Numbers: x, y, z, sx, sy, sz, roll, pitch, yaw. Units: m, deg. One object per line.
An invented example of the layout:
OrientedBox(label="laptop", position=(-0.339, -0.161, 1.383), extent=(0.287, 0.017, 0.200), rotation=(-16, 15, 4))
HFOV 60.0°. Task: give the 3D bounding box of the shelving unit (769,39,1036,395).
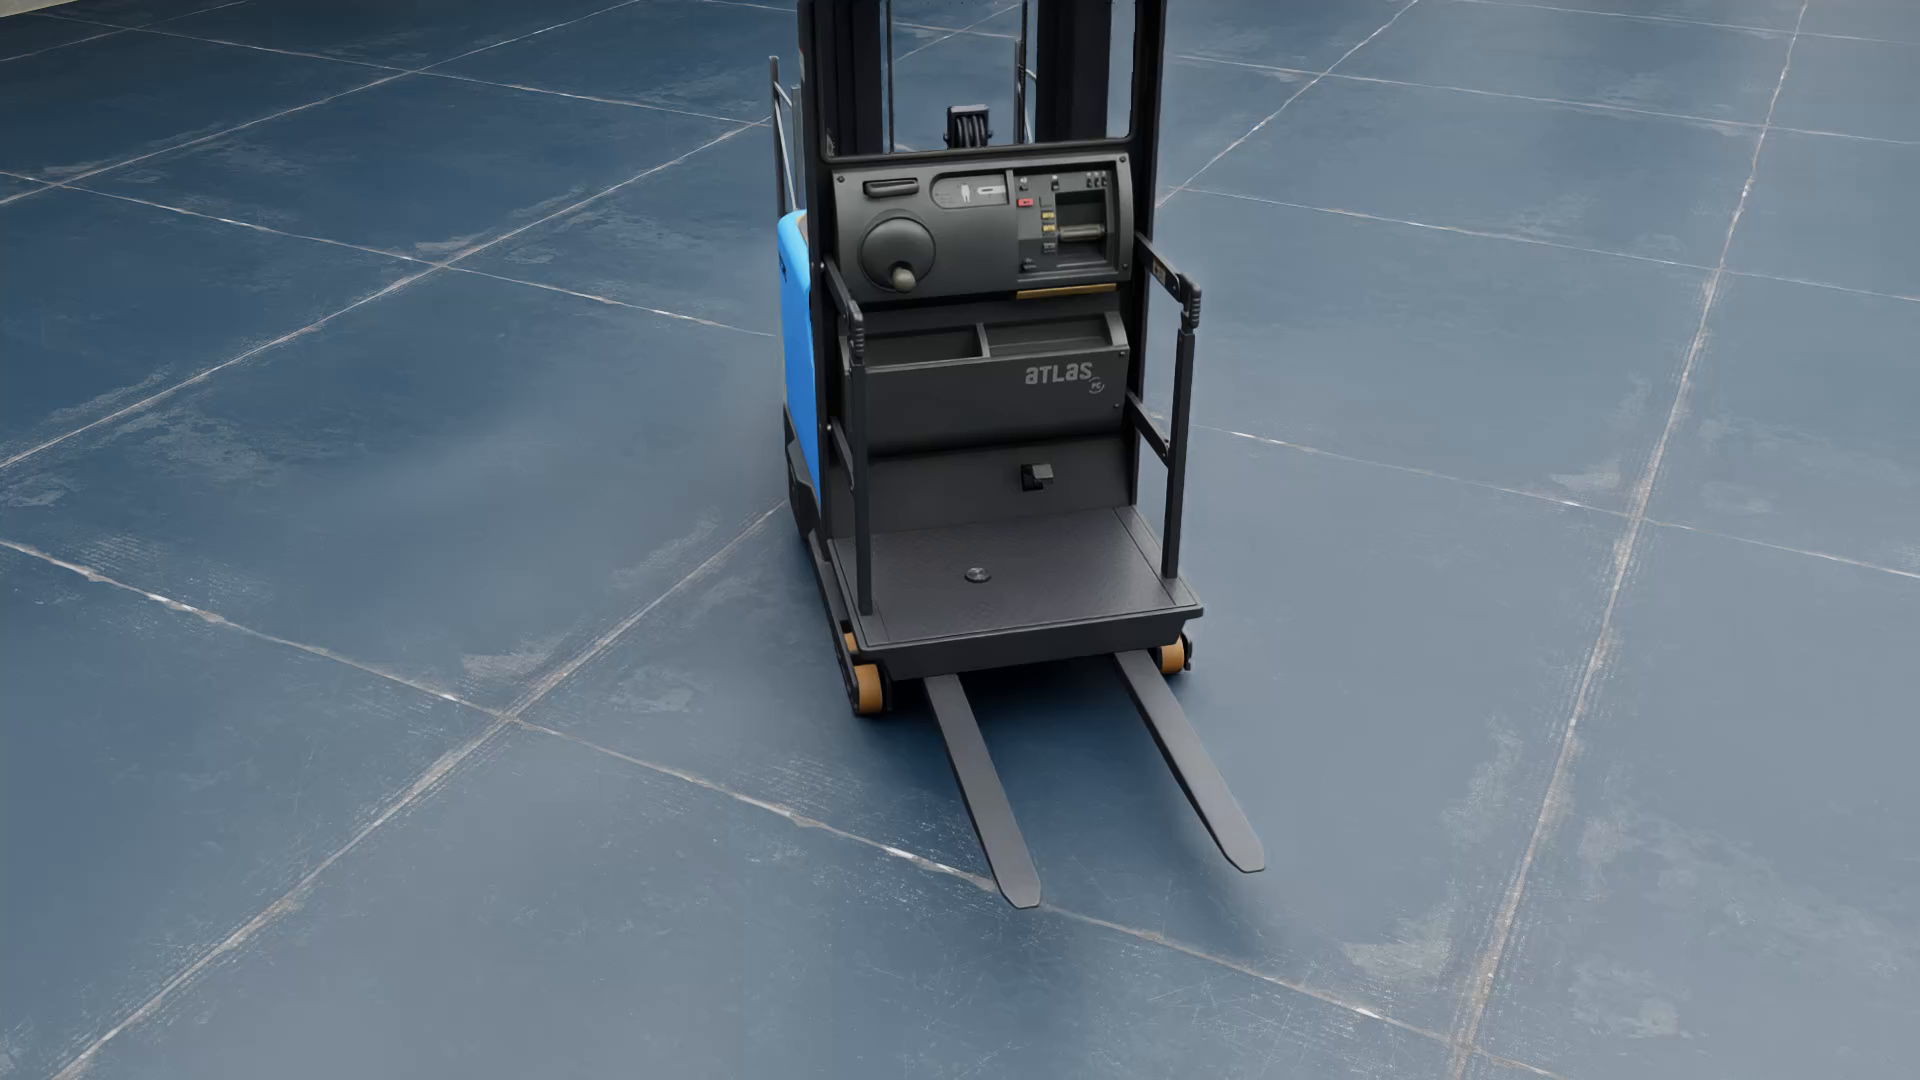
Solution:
OrientedBox(label="shelving unit", position=(-0.174, -1.211, 6.852), extent=(1.083, 1.500, 0.587), rotation=(-8, 31, -14))

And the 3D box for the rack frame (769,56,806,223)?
OrientedBox(label="rack frame", position=(-0.672, -1.141, 6.730), extent=(0.032, 1.500, 0.500), rotation=(-8, 31, -14))

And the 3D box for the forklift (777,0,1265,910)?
OrientedBox(label="forklift", position=(0.129, -0.922, 4.912), extent=(1.130, 2.935, 3.031), rotation=(-7, 31, -11))

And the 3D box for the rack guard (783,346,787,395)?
OrientedBox(label="rack guard", position=(-0.653, -0.601, 7.046), extent=(0.087, 0.250, 0.587), rotation=(-8, 31, -14))

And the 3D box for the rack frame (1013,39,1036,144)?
OrientedBox(label="rack frame", position=(0.306, -1.279, 6.971), extent=(0.032, 1.500, 0.500), rotation=(-8, 31, -14))
